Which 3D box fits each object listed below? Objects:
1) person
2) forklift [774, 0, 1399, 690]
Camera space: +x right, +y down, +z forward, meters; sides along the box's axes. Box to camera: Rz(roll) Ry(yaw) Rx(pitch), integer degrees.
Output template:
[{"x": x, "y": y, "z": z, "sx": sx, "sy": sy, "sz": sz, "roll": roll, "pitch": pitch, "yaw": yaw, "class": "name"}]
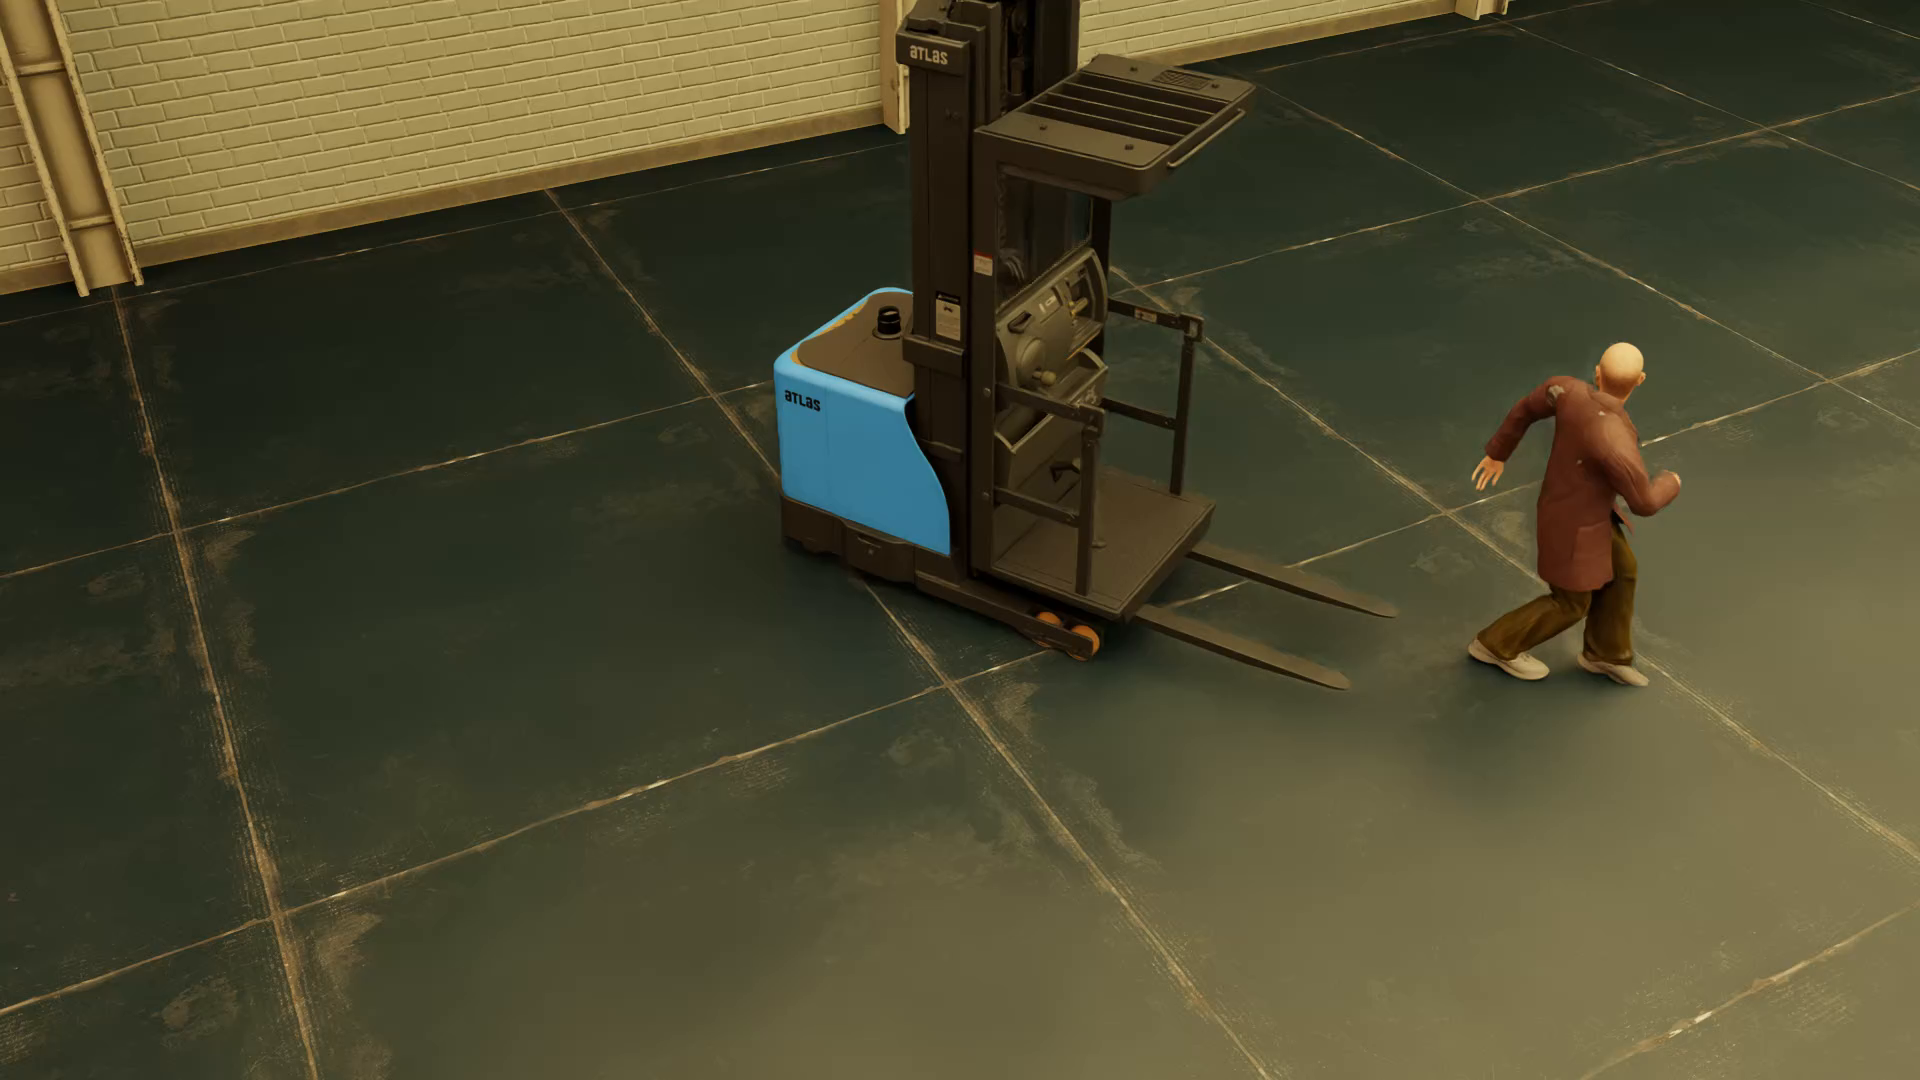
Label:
[{"x": 2.756, "y": -0.082, "z": 7.344, "sx": 0.966, "sy": 1.758, "sz": 0.628, "roll": 8, "pitch": 36, "yaw": 11, "class": "person"}, {"x": 0.602, "y": -0.979, "z": 7.508, "sx": 3.031, "sy": 2.935, "sz": 1.130, "roll": 20, "pitch": 40, "yaw": 26, "class": "forklift"}]
